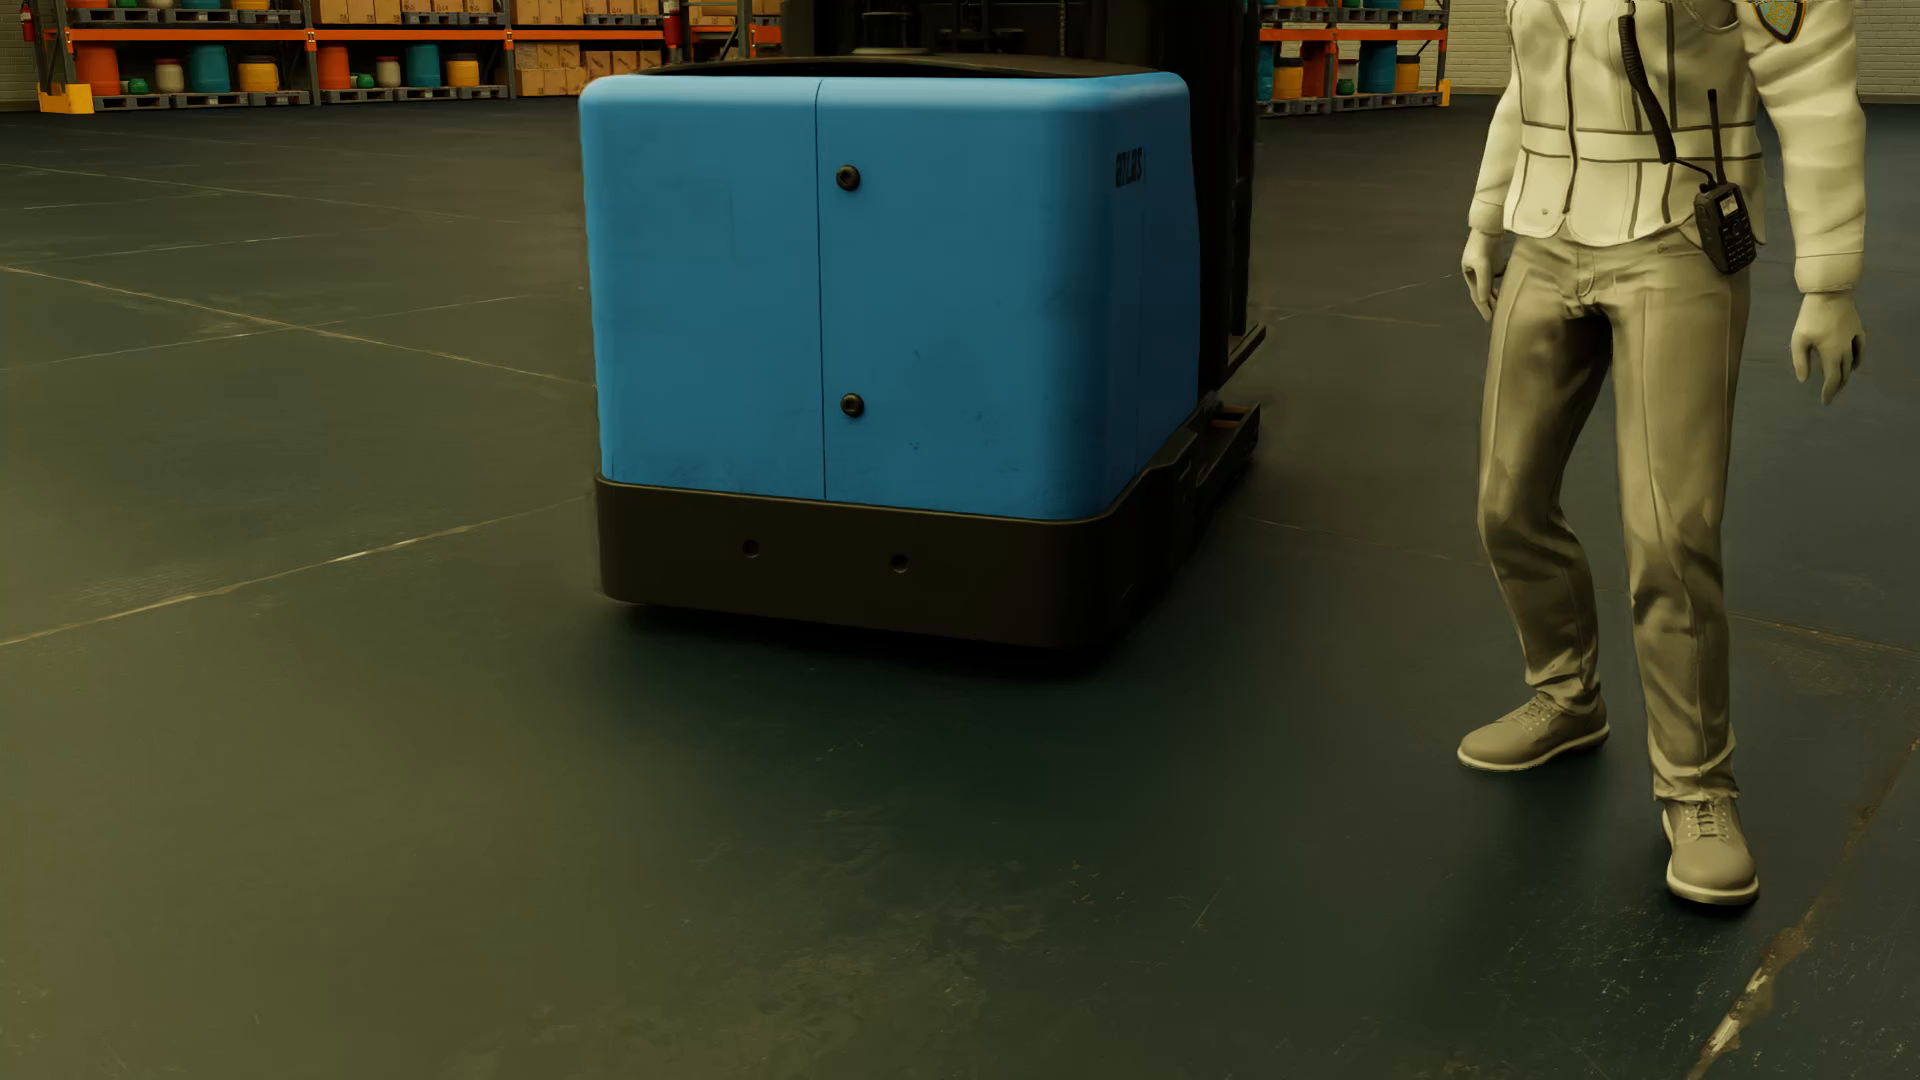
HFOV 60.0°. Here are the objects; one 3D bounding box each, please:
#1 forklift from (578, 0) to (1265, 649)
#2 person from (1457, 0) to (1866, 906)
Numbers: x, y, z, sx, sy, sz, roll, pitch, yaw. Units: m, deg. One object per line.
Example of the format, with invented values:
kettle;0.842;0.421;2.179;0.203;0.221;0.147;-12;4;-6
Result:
forklift;0.209;-1.592;4.139;1.130;2.935;3.031;5;18;17
person;0.972;-0.379;2.408;0.396;1.638;0.791;-9;19;-27
